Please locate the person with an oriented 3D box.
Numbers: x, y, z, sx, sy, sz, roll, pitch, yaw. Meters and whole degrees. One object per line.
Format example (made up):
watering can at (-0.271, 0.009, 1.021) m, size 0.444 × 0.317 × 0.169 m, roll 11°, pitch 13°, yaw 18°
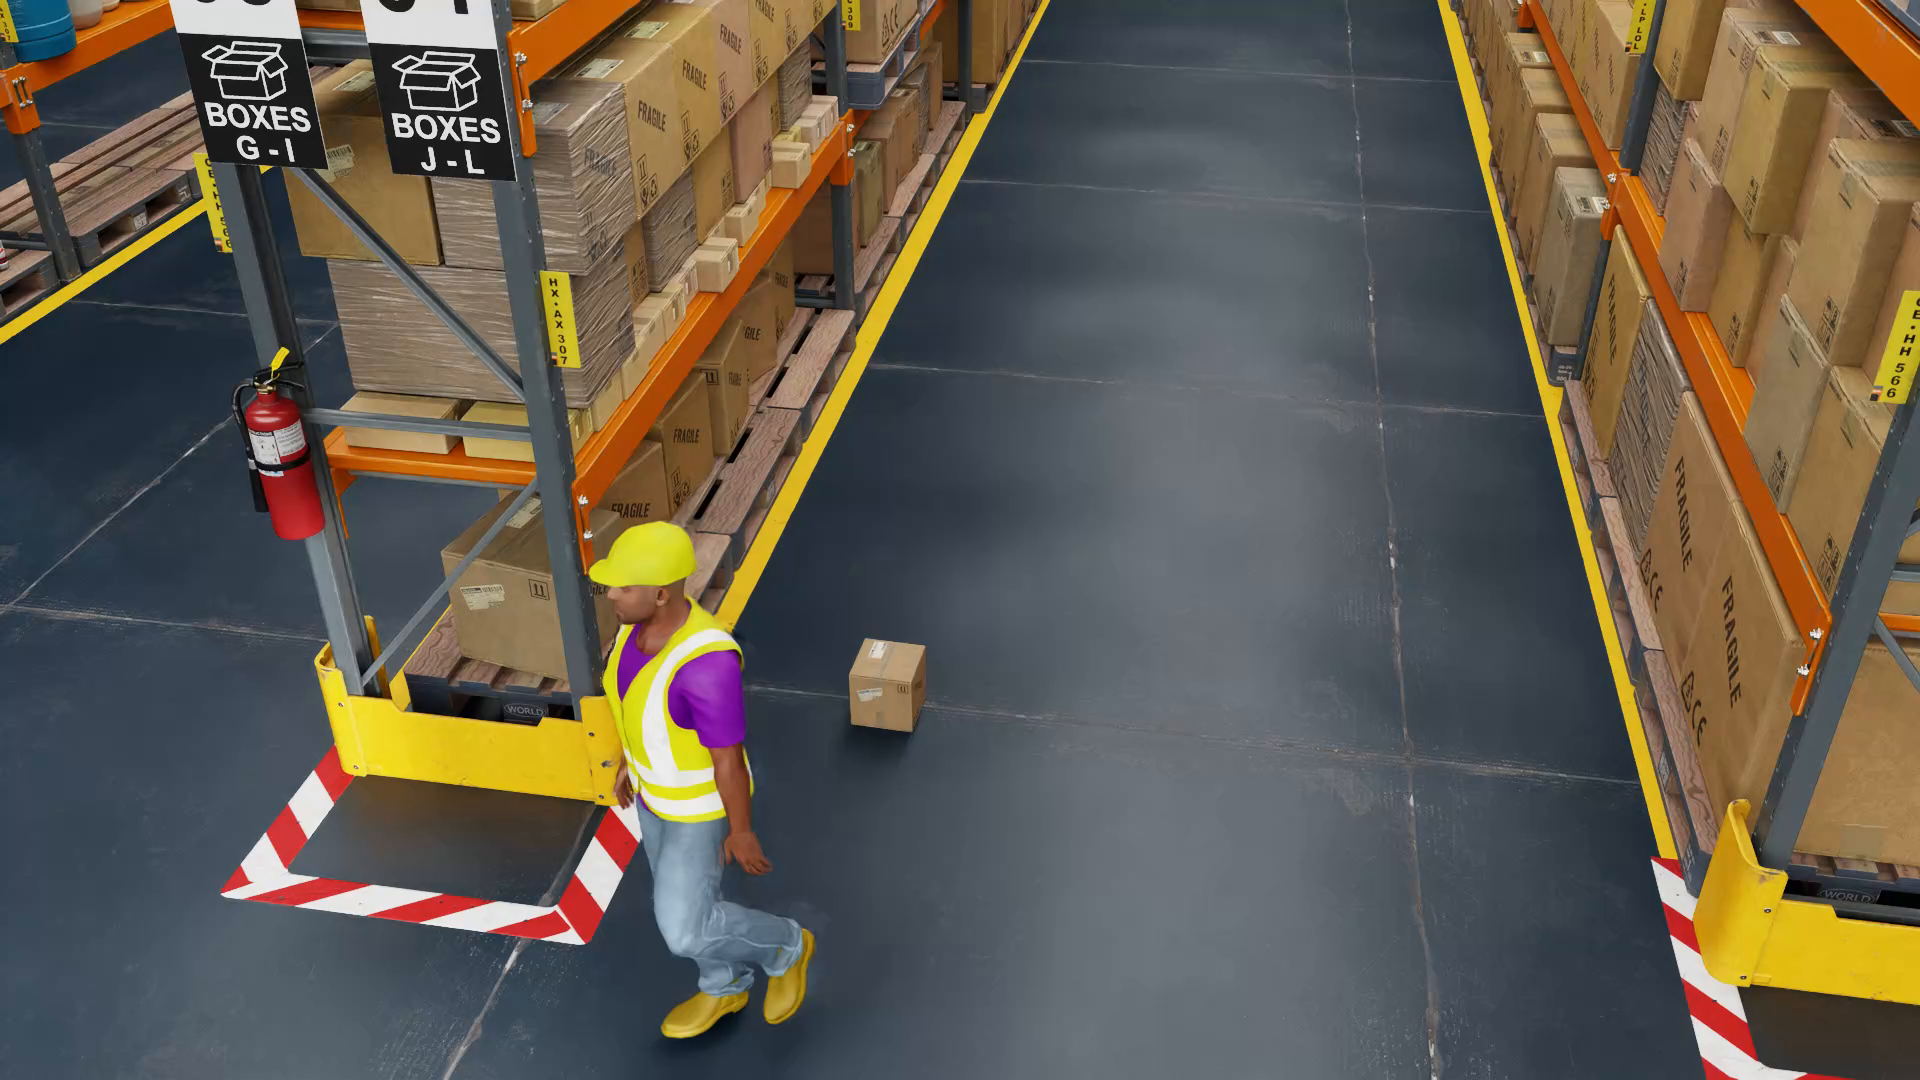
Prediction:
person at (-0.763, 0.720, 4.928) m, size 0.503 × 1.755 × 0.635 m, roll -20°, pitch 37°, yaw -28°
